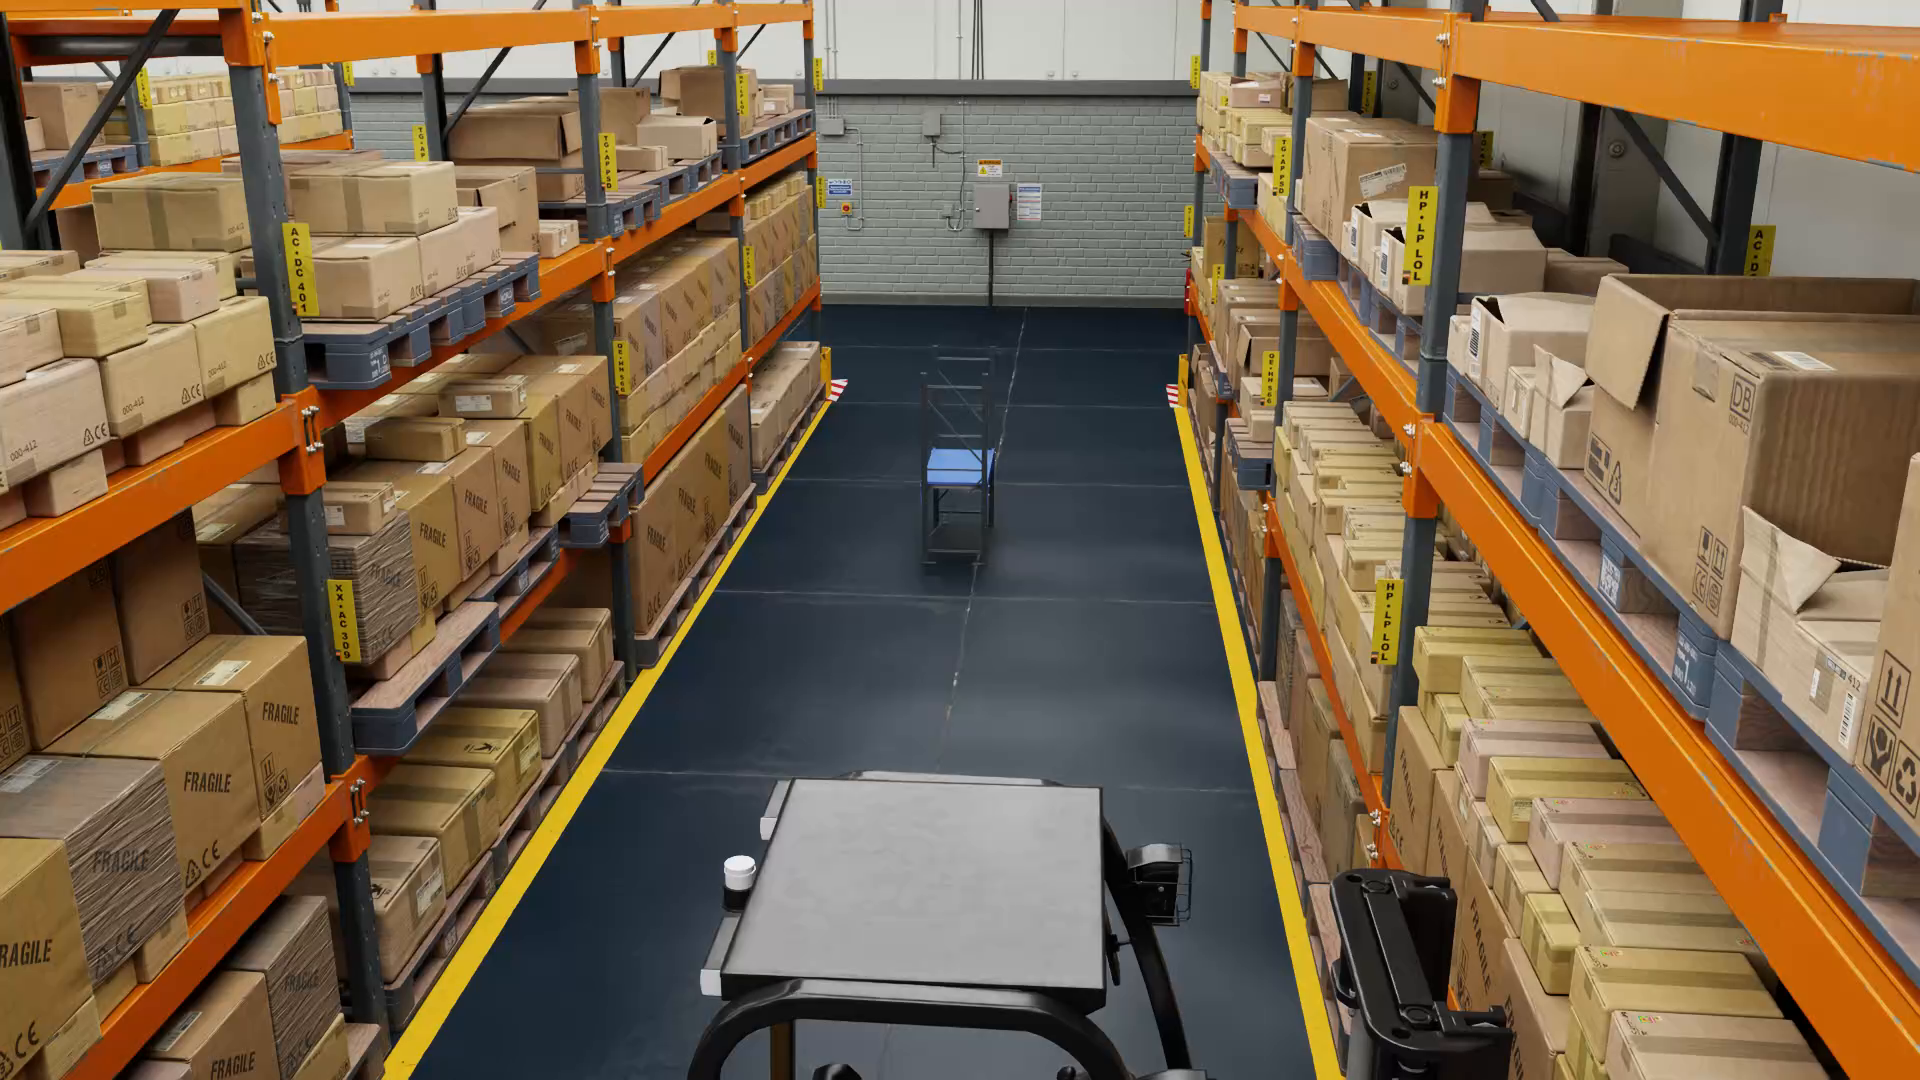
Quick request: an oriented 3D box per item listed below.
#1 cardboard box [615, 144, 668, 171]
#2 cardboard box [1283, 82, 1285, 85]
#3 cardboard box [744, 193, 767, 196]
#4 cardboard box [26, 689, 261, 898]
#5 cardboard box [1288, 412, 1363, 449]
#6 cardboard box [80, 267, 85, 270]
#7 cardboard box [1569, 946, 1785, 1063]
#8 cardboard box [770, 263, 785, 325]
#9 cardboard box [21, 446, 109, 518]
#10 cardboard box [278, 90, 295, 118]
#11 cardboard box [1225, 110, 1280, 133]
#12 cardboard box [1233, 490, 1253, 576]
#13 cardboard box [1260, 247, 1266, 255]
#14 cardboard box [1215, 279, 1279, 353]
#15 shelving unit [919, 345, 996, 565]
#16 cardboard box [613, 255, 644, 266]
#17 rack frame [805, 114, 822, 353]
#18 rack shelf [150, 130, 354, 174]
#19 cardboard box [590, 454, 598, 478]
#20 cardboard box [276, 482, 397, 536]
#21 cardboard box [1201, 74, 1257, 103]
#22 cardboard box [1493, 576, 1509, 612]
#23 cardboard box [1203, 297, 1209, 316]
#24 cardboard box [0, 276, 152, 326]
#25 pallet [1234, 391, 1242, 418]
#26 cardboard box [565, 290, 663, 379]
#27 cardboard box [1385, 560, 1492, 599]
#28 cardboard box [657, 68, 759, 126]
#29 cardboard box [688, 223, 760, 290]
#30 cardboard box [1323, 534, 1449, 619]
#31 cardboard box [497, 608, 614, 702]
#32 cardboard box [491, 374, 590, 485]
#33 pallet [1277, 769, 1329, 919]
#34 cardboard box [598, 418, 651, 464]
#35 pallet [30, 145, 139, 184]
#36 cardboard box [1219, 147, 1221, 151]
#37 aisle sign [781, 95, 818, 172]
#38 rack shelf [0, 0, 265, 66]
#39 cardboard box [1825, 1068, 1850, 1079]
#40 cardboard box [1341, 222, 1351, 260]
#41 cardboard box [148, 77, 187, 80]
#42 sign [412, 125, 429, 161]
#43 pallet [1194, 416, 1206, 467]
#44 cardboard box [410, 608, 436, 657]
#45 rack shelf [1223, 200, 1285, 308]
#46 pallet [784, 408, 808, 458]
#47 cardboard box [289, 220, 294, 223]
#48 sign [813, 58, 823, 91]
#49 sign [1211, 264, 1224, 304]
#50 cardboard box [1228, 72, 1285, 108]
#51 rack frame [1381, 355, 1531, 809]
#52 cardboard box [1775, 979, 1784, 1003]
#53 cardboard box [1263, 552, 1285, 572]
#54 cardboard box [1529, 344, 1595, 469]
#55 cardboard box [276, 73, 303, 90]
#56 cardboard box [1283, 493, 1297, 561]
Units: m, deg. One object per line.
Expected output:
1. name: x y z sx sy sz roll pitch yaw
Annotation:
1. cardboard box: -2.285 -2.701 11.732 0.380 0.166 0.250 3 18 9
2. cardboard box: 3.029 -3.867 14.551 0.500 0.250 0.500 1 18 3
3. cardboard box: -1.976 -3.098 15.254 0.380 0.149 0.250 1 18 4
4. cardboard box: -2.686 0.822 5.459 0.500 0.500 0.500 2 18 6
5. cardboard box: 2.031 -0.606 9.253 0.380 0.149 0.250 2 18 5
6. cardboard box: -7.491 -2.202 14.687 0.500 0.500 0.500 1 18 4
7. cardboard box: 1.599 1.047 3.729 0.380 0.149 0.250 2 18 5
8. cardboard box: -1.922 -2.275 15.389 0.500 0.500 0.500 1 18 4
9. cardboard box: -2.679 -0.175 4.725 0.380 0.149 0.250 2 18 5
10. cardboard box: -6.811 -4.224 16.117 0.500 0.250 0.500 2 18 5
11. cardboard box: 2.185 -3.117 12.392 0.380 0.149 0.250 1 18 3
12. cardboard box: 2.281 -0.053 12.107 0.500 0.500 0.500 1 18 2
13. cardboard box: 3.171 -2.831 17.010 0.500 0.250 0.500 2 18 6
14. cardboard box: 2.394 -1.770 13.171 0.700 0.500 0.500 2 18 5
15. shelving unit: -0.006 -0.686 13.109 0.538 1.500 1.048 1 18 4
16. cardboard box: -2.665 -1.856 12.502 0.500 0.500 0.500 1 18 3
17. rack frame: -2.012 -3.020 17.822 1.000 3.000 0.127 1 18 4
18. rack shelf: -7.100 -3.561 15.812 1.077 0.370 4.000 1 18 4
19. cardboard box: -2.322 -0.423 9.627 0.380 0.149 0.250 2 18 5
20. cardboard box: -2.486 -0.128 6.641 0.380 0.149 0.250 1 18 4
21. cardboard box: 2.601 -4.353 16.035 0.500 0.250 0.500 1 18 4
22. cardboard box: 2.408 0.197 6.802 0.380 0.149 0.250 1 18 4
23. cardboard box: 2.501 -2.214 15.765 0.380 0.149 0.250 2 18 5
24. cardboard box: -2.728 -0.713 5.088 0.380 0.149 0.250 2 18 5
25. pallet: 2.500 -0.938 11.778 1.003 0.211 1.213 1 18 4
26. cardboard box: -2.281 -1.360 10.989 0.500 0.500 0.500 1 18 4
27. cardboard box: 1.952 0.195 6.809 0.380 0.149 0.250 1 18 4
28. cardboard box: -2.234 -3.919 14.747 0.797 0.503 0.637 3 18 8
29. cardboard box: -2.023 -2.443 14.294 0.500 0.500 0.500 1 18 4
30. cardboard box: 1.931 0.174 7.513 0.500 0.250 0.500 2 18 5
31. cardboard box: -2.636 0.689 10.048 0.950 0.372 0.625 0 18 0
32. cardboard box: -2.367 -0.615 9.171 0.500 0.500 0.500 1 18 3
33. pallet: 2.177 1.532 8.408 1.003 0.211 1.213 1 18 4
34. cardboard box: -2.300 -0.610 10.709 0.500 0.250 0.500 1 18 3
35. pallet: -7.394 -3.003 13.256 1.213 0.211 1.003 1 18 4
36. cardboard box: 2.514 -3.488 14.838 0.380 0.149 0.250 1 18 4
37. aisle sign: -1.698 -4.271 17.464 0.394 0.787 0.004 1 18 4
38. rack shelf: -3.016 -1.179 3.730 1.077 0.370 4.000 1 18 4
39. cardboard box: 2.151 1.545 3.729 0.500 0.500 0.500 1 18 3
40. cardboard box: 1.910 -1.324 7.398 0.380 0.149 0.250 1 18 3
41. cardboard box: -7.429 -4.222 15.472 0.380 0.149 0.250 1 18 3
42. sign: -3.139 -2.259 9.725 0.100 0.325 0.005 1 18 4
43. pallet: 2.787 -0.936 15.940 1.003 0.211 1.213 1 18 4
44. cardboard box: -2.491 0.385 7.160 0.380 0.149 0.250 2 18 5
45. rack shelf: 2.509 -2.130 11.445 1.077 0.370 4.000 1 18 4
46. pallet: -2.082 -1.067 16.339 1.003 0.211 1.213 1 18 4
47. cardboard box: -2.934 -1.188 6.981 0.500 0.250 0.500 2 18 5
48. sign: -1.472 -4.812 17.179 0.100 0.325 0.005 1 18 4
49. sign: 2.110 -2.089 13.591 0.100 0.325 0.005 1 18 4
50. cardboard box: 2.282 -3.473 12.814 0.396 0.266 0.258 1 18 3
51. rack frame: 2.079 0.817 6.113 1.000 3.000 0.127 1 18 4
52. cardboard box: 2.202 1.045 4.213 0.380 0.149 0.250 1 18 2
53. cardboard box: 2.148 0.096 10.612 0.380 0.149 0.250 0 18 1
54. cardboard box: 1.669 -0.338 4.200 0.396 0.266 0.258 1 18 3
55. cardboard box: -6.732 -4.532 16.416 0.380 0.149 0.250 2 18 5
56. cardboard box: 2.049 -0.066 9.047 0.500 0.250 0.500 1 18 3
